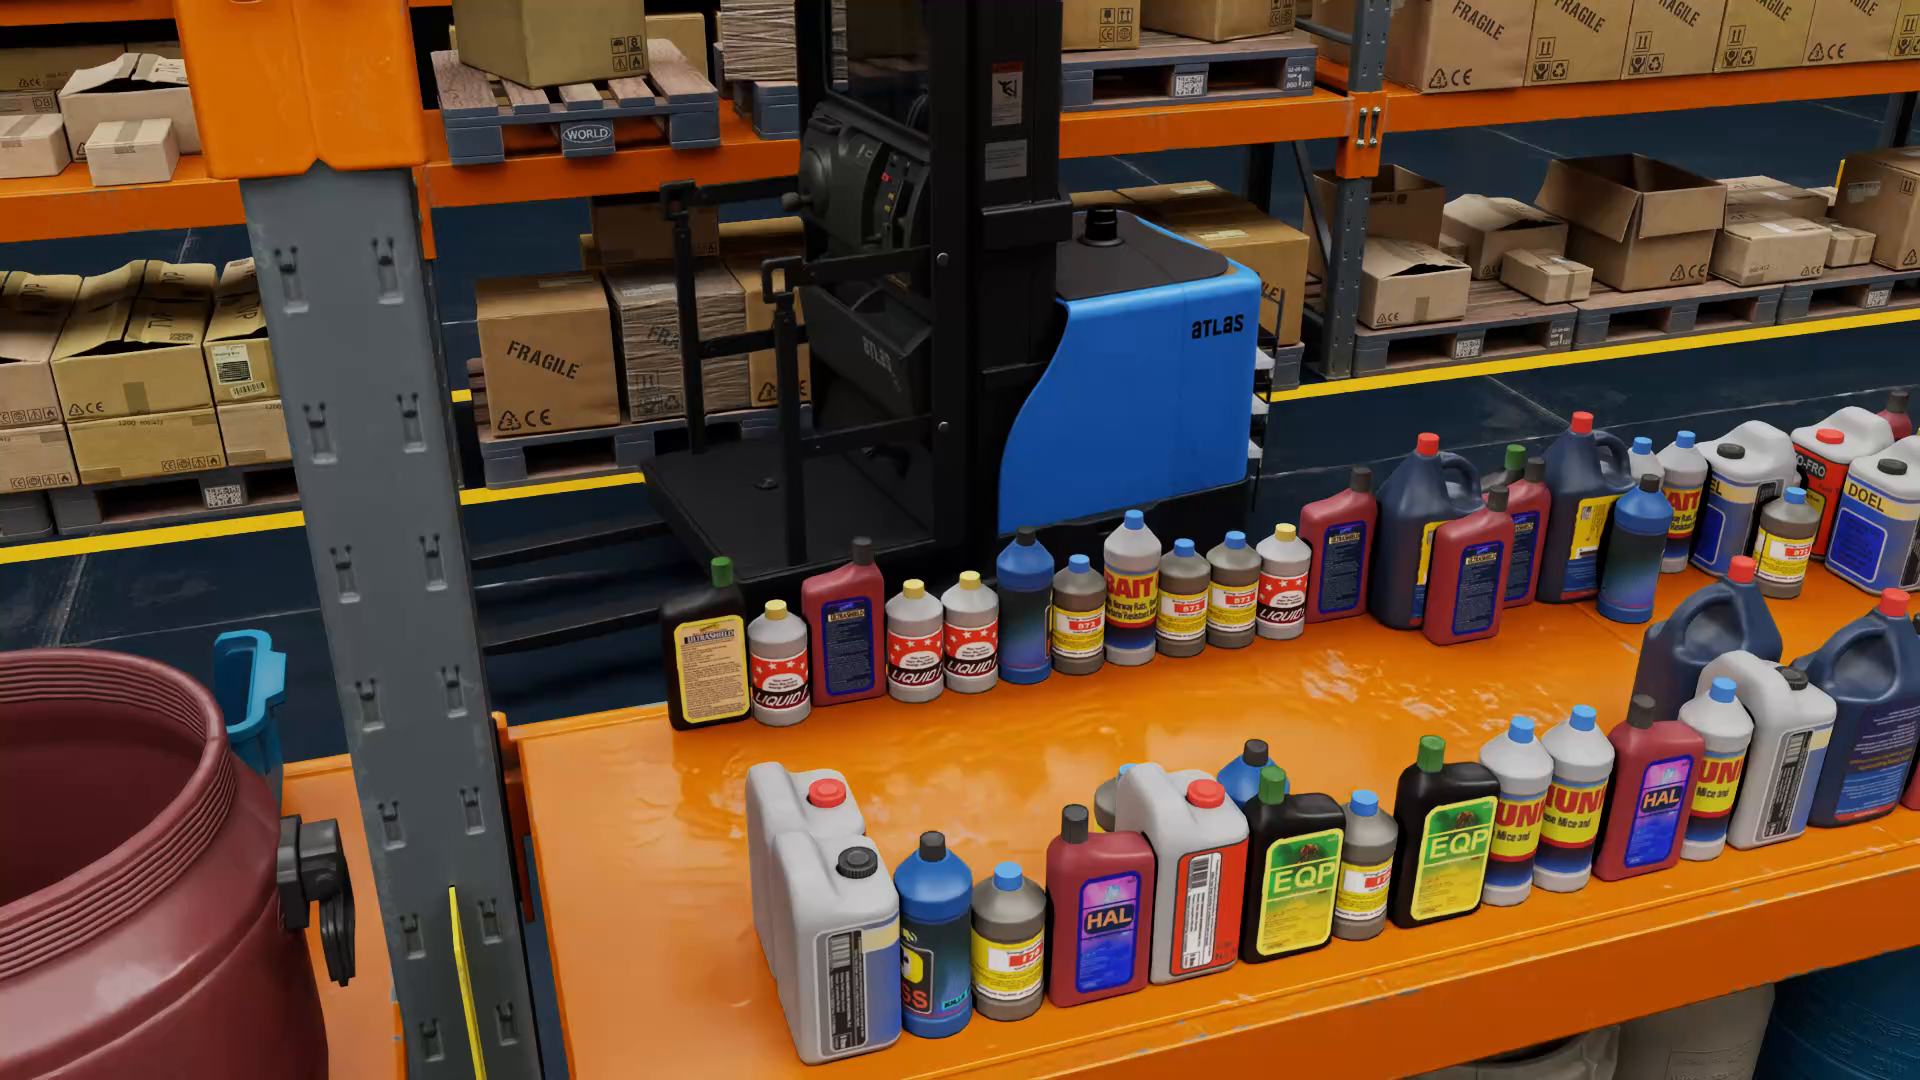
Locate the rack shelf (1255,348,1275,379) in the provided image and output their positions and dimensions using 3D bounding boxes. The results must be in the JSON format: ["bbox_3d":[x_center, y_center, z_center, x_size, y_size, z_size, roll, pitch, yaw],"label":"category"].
[{"bbox_3d":[1.040,-0.683,6.273,0.200,0.077,0.258,-5,27,-15],"label":"rack shelf"}]

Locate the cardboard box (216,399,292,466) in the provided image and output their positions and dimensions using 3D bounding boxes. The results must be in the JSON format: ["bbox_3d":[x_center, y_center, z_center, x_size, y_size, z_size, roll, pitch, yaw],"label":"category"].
[{"bbox_3d":[-2.618,-0.527,6.557,0.500,0.250,0.500,-8,27,-15],"label":"cardboard box"}]

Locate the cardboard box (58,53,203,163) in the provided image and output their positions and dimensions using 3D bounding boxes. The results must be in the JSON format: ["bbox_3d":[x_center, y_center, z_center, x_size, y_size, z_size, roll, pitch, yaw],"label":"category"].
[{"bbox_3d":[-3.104,-1.665,6.330,0.500,0.311,0.500,-9,28,-17],"label":"cardboard box"}]

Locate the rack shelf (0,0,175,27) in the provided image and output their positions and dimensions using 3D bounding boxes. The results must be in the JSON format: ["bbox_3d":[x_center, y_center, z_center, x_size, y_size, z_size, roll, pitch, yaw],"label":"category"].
[{"bbox_3d":[-5.633,-3.242,10.216,4.000,0.370,1.077,-8,28,-16],"label":"rack shelf"}]

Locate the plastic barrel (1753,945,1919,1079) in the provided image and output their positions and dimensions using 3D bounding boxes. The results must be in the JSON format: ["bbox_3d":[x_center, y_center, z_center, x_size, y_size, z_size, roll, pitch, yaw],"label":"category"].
[{"bbox_3d":[1.944,0.715,3.323,0.708,0.901,0.600,-8,28,-16],"label":"plastic barrel"}]

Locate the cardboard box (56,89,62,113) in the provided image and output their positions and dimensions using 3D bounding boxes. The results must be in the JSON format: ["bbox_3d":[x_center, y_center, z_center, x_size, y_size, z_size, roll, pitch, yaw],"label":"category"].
[{"bbox_3d":[-5.389,-2.694,10.619,0.500,0.500,0.700,-8,28,-16],"label":"cardboard box"}]

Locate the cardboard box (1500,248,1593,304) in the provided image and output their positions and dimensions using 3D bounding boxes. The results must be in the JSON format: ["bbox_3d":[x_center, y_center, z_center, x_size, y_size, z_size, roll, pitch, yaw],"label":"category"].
[{"bbox_3d":[2.895,-1.314,8.215,0.250,0.166,0.380,-8,28,-16],"label":"cardboard box"}]

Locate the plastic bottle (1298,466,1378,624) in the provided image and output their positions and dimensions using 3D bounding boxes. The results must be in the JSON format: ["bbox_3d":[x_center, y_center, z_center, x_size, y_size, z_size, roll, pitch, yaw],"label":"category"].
[{"bbox_3d":[0.676,0.008,2.992,0.133,0.283,0.061,-8,28,-16],"label":"plastic bottle"}]

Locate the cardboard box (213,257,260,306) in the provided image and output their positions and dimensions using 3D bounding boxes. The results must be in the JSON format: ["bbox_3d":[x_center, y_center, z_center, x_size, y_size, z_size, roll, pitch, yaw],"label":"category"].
[{"bbox_3d":[-2.783,-1.005,6.891,0.500,0.311,0.500,-7,27,-14],"label":"cardboard box"}]

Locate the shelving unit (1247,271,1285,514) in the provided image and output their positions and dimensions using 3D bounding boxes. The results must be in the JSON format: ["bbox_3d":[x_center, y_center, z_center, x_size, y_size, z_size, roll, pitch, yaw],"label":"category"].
[{"bbox_3d":[1.033,-0.551,6.336,0.210,0.900,0.258,-5,27,-15],"label":"shelving unit"}]

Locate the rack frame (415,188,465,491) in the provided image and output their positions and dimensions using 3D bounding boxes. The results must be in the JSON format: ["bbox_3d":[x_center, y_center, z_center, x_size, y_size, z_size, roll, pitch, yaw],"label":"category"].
[{"bbox_3d":[-2.194,-1.746,6.393,0.127,3.000,1.000,-8,28,-16],"label":"rack frame"}]

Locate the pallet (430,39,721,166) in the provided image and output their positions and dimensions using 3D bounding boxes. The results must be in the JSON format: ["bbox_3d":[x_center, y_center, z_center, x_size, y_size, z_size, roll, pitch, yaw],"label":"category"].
[{"bbox_3d":[-1.571,-1.783,6.684,1.003,0.211,1.213,-8,28,-16],"label":"pallet"}]

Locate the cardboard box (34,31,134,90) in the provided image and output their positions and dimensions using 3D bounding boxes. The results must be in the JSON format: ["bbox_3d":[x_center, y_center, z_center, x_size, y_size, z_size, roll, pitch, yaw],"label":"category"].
[{"bbox_3d":[-5.449,-3.007,10.406,0.500,0.250,0.500,-8,28,-16],"label":"cardboard box"}]

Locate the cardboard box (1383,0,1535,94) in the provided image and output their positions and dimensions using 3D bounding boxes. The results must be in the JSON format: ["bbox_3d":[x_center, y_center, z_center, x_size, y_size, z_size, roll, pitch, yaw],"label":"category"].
[{"bbox_3d":[2.179,-2.296,7.390,0.500,0.500,0.500,-8,27,-15],"label":"cardboard box"}]

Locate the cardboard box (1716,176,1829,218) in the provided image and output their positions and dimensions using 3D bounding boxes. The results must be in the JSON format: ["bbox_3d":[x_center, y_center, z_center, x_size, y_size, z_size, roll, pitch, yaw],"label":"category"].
[{"bbox_3d":[4.333,-1.789,9.078,0.500,0.250,0.500,-8,28,-16],"label":"cardboard box"}]

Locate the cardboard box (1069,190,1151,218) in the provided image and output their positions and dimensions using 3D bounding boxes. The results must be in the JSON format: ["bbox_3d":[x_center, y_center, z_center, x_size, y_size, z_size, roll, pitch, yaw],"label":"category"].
[{"bbox_3d":[0.571,-1.332,7.876,0.500,0.500,0.500,-8,27,-15],"label":"cardboard box"}]

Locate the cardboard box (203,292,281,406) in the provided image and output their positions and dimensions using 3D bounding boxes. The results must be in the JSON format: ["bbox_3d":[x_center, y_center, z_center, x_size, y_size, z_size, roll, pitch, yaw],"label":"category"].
[{"bbox_3d":[-2.615,-0.777,6.431,0.500,0.311,0.500,-8,27,-15],"label":"cardboard box"}]

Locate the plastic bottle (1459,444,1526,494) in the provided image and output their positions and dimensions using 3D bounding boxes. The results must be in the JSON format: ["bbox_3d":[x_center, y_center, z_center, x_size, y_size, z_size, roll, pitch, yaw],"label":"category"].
[{"bbox_3d":[0.979,-0.036,3.080,0.133,0.283,0.061,-8,28,-16],"label":"plastic bottle"}]

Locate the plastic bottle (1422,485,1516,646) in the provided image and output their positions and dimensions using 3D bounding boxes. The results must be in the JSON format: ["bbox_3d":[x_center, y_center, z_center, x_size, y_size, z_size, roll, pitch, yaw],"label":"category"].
[{"bbox_3d":[0.896,0.043,2.920,0.133,0.283,0.061,-8,28,-16],"label":"plastic bottle"}]

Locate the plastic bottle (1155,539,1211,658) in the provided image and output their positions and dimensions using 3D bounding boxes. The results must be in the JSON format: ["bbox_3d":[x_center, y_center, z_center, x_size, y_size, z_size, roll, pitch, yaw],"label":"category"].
[{"bbox_3d":[0.387,0.095,2.909,0.097,0.201,0.097,0,26,0],"label":"plastic bottle"}]

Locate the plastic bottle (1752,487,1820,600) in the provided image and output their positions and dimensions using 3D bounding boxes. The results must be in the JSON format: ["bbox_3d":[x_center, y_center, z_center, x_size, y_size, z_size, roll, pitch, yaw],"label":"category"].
[{"bbox_3d":[1.537,0.000,3.101,0.097,0.201,0.097,0,26,0],"label":"plastic bottle"}]

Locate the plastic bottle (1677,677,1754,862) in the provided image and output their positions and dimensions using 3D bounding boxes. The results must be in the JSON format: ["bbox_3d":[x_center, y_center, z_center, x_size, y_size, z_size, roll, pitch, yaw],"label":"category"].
[{"bbox_3d":[1.065,0.320,2.376,0.097,0.271,0.097,0,26,0],"label":"plastic bottle"}]

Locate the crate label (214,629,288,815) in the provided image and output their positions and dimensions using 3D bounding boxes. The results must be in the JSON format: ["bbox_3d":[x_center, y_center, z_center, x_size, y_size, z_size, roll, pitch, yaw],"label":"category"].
[{"bbox_3d":[-1.180,0.324,2.413,0.416,0.233,0.303,-8,28,-16],"label":"crate label"}]

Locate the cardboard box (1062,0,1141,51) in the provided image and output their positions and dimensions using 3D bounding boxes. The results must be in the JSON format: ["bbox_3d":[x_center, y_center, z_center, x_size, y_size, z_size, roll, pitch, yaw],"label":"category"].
[{"bbox_3d":[0.456,-2.437,7.201,0.500,0.500,0.700,-4,27,-8],"label":"cardboard box"}]

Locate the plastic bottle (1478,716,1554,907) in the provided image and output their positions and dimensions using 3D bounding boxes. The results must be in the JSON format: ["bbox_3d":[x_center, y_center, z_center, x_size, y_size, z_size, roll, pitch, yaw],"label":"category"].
[{"bbox_3d":[0.753,0.366,2.285,0.097,0.271,0.097,0,26,0],"label":"plastic bottle"}]

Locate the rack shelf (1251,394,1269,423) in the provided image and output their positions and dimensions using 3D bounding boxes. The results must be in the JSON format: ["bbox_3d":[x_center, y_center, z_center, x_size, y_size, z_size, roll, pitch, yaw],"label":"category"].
[{"bbox_3d":[1.031,-0.521,6.351,0.200,0.077,0.258,-5,27,-15],"label":"rack shelf"}]

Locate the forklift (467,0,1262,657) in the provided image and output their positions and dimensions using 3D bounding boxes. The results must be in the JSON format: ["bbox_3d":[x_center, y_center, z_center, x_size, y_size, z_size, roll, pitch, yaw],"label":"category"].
[{"bbox_3d":[-0.501,-1.165,5.301,3.031,2.935,1.130,-12,29,-23],"label":"forklift"}]

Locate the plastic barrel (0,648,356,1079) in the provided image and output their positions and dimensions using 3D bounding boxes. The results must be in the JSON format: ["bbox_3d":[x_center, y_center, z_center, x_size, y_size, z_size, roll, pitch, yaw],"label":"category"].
[{"bbox_3d":[-1.011,0.480,1.756,0.708,0.536,0.600,-8,28,-16],"label":"plastic barrel"}]

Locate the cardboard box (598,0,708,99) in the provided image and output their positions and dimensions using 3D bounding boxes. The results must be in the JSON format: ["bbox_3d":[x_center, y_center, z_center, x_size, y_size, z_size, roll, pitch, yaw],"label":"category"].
[{"bbox_3d":[-2.156,-3.229,11.325,0.750,0.750,0.750,-8,28,-16],"label":"cardboard box"}]

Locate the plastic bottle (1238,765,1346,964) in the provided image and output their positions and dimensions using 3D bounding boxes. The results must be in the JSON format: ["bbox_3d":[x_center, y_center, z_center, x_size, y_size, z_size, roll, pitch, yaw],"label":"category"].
[{"bbox_3d":[0.430,0.416,2.171,0.133,0.283,0.061,-8,28,-16],"label":"plastic bottle"}]

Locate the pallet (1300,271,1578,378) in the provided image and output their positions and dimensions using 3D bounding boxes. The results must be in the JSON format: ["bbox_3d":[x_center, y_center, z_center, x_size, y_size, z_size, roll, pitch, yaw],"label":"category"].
[{"bbox_3d":[2.263,-1.142,8.312,1.213,0.211,1.003,-8,28,-16],"label":"pallet"}]

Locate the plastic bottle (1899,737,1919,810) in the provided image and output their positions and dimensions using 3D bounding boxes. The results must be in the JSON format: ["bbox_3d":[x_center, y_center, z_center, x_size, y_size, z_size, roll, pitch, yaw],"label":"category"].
[{"bbox_3d":[1.484,0.263,2.478,0.133,0.283,0.061,-8,28,-16],"label":"plastic bottle"}]

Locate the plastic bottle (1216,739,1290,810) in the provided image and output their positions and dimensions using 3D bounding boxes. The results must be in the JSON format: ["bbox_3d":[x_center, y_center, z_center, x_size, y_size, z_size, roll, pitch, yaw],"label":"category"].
[{"bbox_3d":[0.388,0.390,2.236,0.097,0.271,0.097,0,26,0],"label":"plastic bottle"}]

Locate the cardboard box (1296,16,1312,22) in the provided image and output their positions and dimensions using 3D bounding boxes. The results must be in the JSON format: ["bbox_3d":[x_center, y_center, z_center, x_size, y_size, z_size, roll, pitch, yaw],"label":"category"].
[{"bbox_3d":[2.765,-3.802,12.874,0.500,0.500,0.700,-8,28,-16],"label":"cardboard box"}]

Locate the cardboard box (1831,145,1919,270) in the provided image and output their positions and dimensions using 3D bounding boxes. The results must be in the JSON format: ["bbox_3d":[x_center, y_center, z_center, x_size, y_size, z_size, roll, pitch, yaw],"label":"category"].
[{"bbox_3d":[4.972,-1.746,8.709,0.500,0.500,0.500,-8,28,-16],"label":"cardboard box"}]

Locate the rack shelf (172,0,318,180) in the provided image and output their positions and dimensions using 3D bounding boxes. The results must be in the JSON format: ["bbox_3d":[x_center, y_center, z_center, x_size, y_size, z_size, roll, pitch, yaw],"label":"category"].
[{"bbox_3d":[-2.565,-0.397,1.112,4.000,0.370,1.077,-8,28,-16],"label":"rack shelf"}]

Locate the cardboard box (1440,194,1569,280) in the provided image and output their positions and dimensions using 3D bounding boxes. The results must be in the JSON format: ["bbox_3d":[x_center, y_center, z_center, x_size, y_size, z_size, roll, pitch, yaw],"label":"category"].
[{"bbox_3d":[2.777,-1.591,8.610,0.500,0.311,0.500,-8,28,-16],"label":"cardboard box"}]

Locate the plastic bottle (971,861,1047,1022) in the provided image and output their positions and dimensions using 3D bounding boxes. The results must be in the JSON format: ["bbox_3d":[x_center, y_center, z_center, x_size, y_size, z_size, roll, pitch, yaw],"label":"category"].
[{"bbox_3d":[0.060,0.497,2.098,0.097,0.201,0.097,0,26,0],"label":"plastic bottle"}]

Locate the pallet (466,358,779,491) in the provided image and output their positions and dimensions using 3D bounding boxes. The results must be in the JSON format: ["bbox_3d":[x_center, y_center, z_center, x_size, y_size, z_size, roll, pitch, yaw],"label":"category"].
[{"bbox_3d":[-1.472,-0.583,7.188,1.213,0.211,1.003,-8,28,-16],"label":"pallet"}]

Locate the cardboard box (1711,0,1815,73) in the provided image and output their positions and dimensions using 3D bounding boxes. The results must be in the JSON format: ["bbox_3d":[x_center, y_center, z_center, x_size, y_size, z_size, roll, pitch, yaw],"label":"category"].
[{"bbox_3d":[3.624,-2.507,7.814,0.500,0.500,0.500,-9,28,-17],"label":"cardboard box"}]

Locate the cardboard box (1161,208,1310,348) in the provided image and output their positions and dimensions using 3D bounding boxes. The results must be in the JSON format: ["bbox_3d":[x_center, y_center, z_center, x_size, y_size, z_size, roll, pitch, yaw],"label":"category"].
[{"bbox_3d":[1.229,-1.185,7.580,0.500,0.500,0.500,-8,28,-16],"label":"cardboard box"}]

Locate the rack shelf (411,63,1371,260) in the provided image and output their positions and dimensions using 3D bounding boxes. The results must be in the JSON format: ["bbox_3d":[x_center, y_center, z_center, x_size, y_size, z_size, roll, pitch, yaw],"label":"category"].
[{"bbox_3d":[-0.292,-1.699,7.108,4.000,0.370,1.077,-8,28,-16],"label":"rack shelf"}]

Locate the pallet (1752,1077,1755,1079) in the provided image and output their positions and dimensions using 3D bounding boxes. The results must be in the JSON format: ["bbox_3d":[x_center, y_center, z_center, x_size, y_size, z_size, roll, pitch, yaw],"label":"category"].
[{"bbox_3d":[1.231,1.306,3.383,1.213,0.211,1.003,-8,28,-16],"label":"pallet"}]

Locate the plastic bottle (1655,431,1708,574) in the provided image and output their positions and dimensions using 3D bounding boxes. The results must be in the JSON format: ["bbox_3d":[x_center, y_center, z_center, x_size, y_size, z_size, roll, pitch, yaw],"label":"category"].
[{"bbox_3d":[1.362,-0.078,3.178,0.097,0.271,0.097,0,26,0],"label":"plastic bottle"}]

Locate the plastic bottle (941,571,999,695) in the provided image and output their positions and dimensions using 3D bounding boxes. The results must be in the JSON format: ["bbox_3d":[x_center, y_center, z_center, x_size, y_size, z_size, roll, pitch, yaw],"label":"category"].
[{"bbox_3d":[0.017,0.149,2.801,0.097,0.201,0.097,0,26,0],"label":"plastic bottle"}]

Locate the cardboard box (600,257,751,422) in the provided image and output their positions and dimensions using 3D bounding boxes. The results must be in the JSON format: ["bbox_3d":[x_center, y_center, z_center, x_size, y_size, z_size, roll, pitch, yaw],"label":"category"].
[{"bbox_3d":[-1.176,-0.839,6.884,0.500,0.500,0.500,-9,28,-18],"label":"cardboard box"}]

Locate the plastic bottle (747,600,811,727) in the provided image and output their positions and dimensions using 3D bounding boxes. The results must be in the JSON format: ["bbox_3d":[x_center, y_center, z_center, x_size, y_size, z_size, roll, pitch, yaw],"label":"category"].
[{"bbox_3d":[-0.295,0.194,2.710,0.097,0.201,0.097,0,26,0],"label":"plastic bottle"}]

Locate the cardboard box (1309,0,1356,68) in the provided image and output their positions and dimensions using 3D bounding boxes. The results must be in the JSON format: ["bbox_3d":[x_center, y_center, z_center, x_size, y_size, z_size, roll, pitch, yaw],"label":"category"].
[{"bbox_3d":[2.006,-2.519,7.838,0.500,0.500,0.500,-8,27,-15],"label":"cardboard box"}]

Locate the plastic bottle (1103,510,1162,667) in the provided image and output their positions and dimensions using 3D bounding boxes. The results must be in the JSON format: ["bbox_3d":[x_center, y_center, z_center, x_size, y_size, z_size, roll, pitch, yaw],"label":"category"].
[{"bbox_3d":[0.294,0.077,2.866,0.097,0.271,0.097,0,26,0],"label":"plastic bottle"}]

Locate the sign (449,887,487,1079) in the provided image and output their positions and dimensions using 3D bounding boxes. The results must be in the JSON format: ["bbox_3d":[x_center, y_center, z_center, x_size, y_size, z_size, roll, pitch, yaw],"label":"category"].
[{"bbox_3d":[-0.486,0.508,1.671,0.005,0.325,0.100,-8,28,-16],"label":"sign"}]
